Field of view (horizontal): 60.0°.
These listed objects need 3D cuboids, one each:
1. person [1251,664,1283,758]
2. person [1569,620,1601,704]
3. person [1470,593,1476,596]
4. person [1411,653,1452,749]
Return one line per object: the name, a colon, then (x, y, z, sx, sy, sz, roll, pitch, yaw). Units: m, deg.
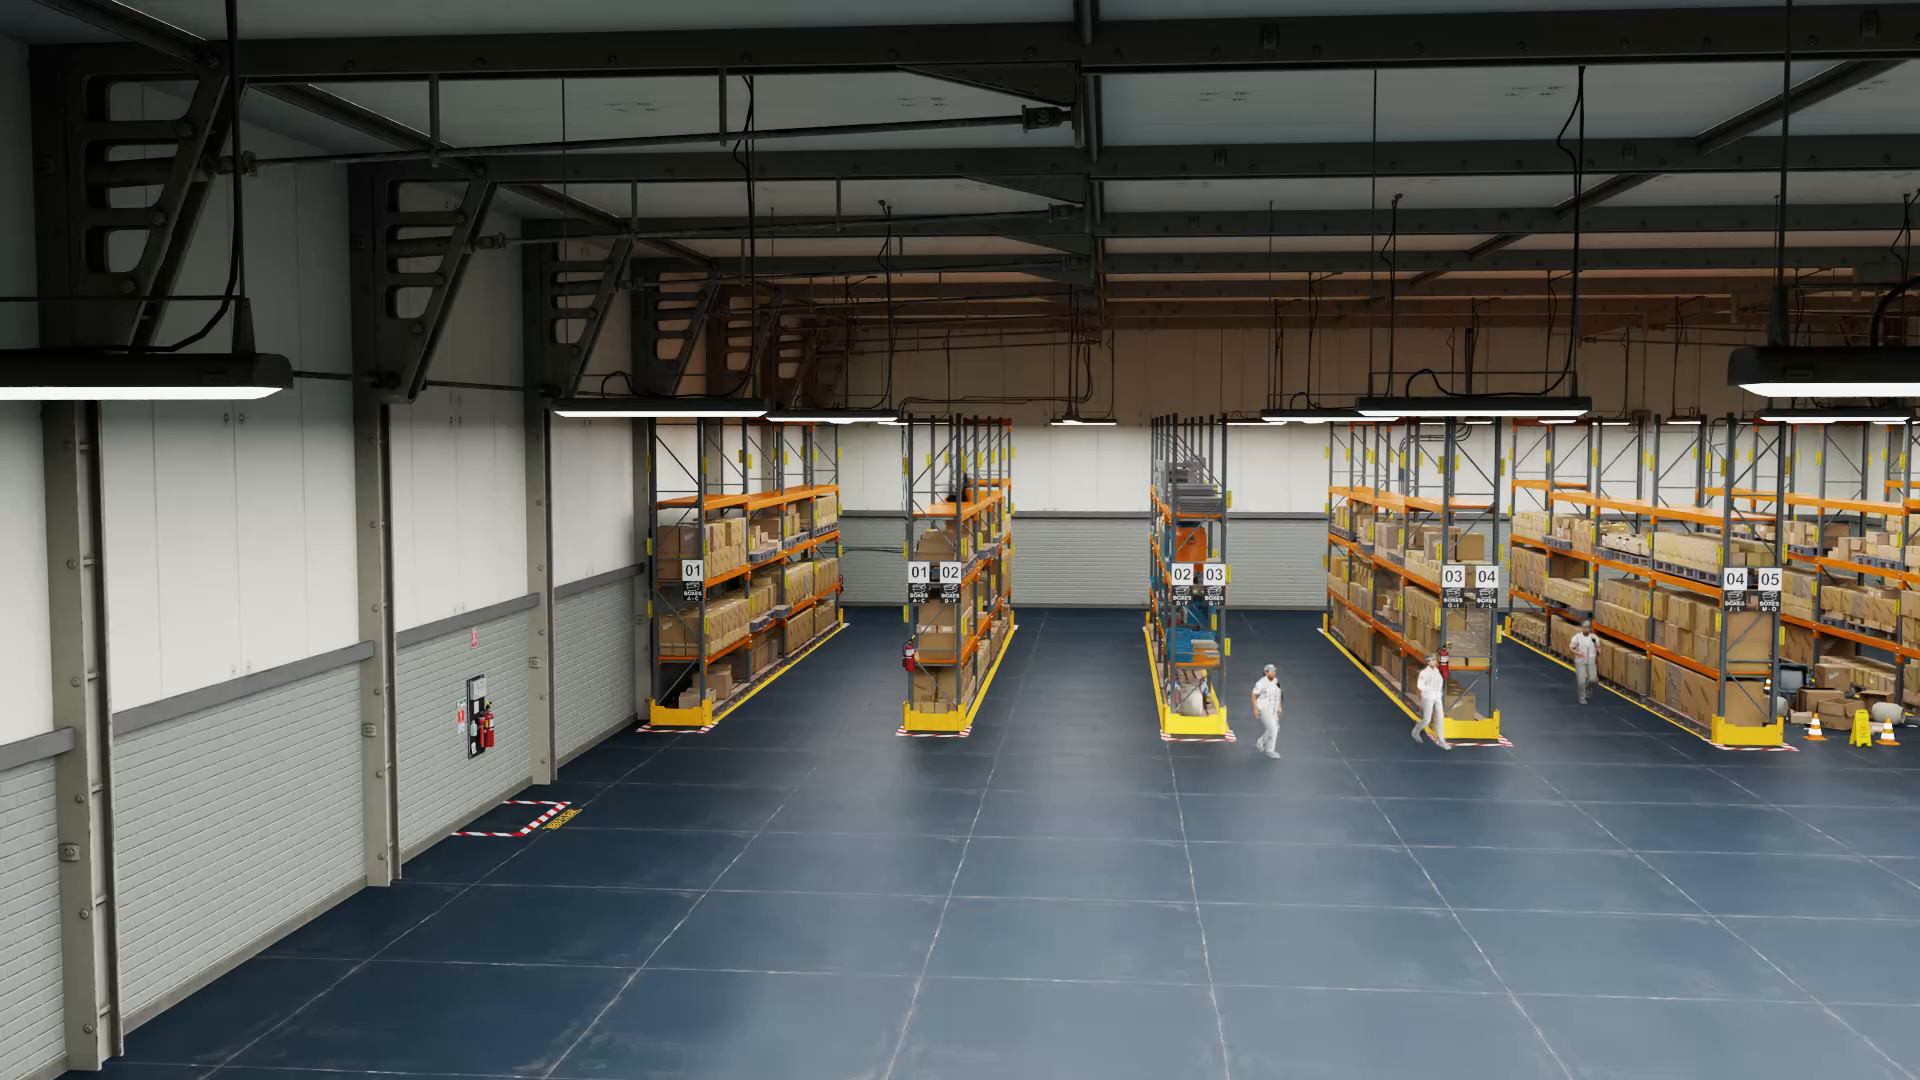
person: (5.368, 2.974, 29.135, 0.623, 1.604, 0.625, -3, 5, -35)
person: (13.004, 2.539, 34.513, 0.658, 1.732, 0.565, 1, 4, 8)
person: (13.873, 1.854, 45.340, 0.573, 1.657, 0.653, 1, 4, 14)
person: (8.453, 2.856, 29.799, 0.628, 1.685, 0.852, -2, 5, -32)
